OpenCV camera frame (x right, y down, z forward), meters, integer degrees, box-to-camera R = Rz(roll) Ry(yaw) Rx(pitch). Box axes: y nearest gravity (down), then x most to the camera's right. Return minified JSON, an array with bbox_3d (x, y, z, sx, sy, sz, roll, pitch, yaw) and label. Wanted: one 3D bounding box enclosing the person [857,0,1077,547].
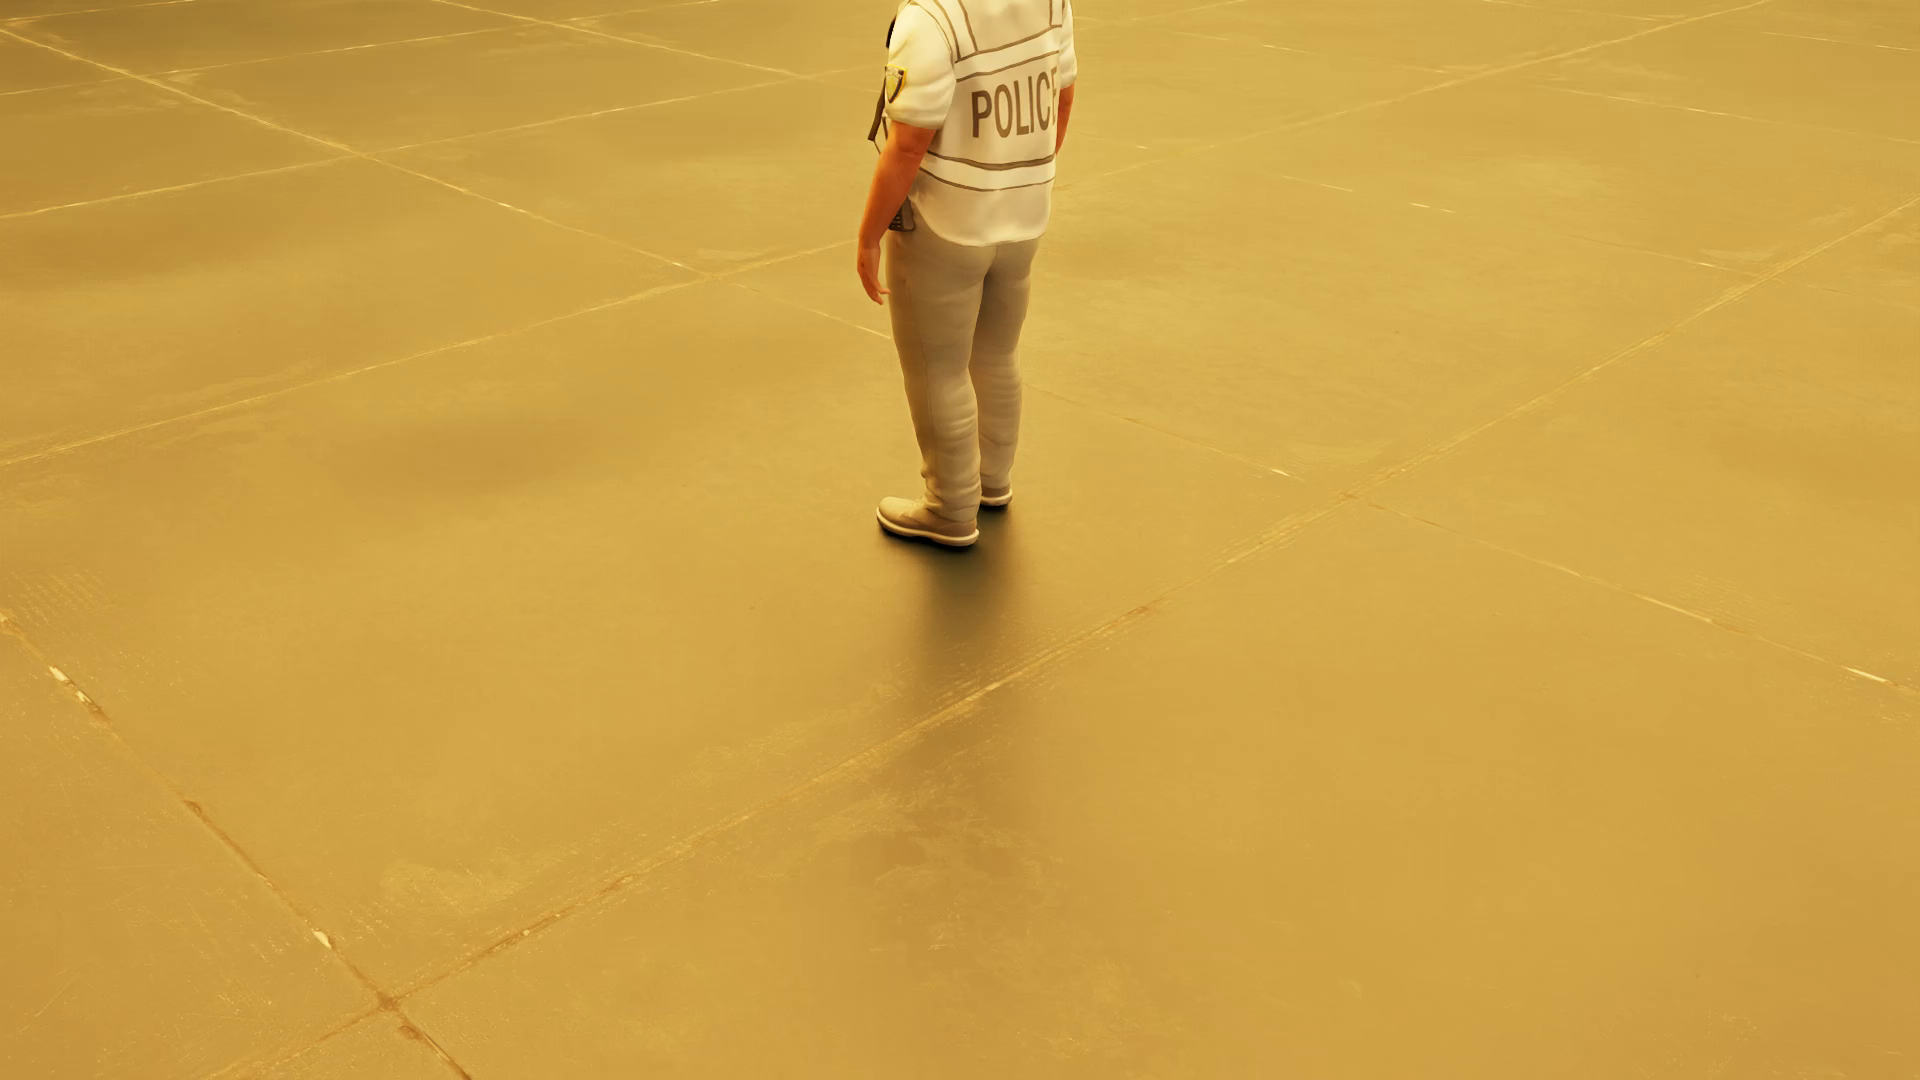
[{"bbox_3d":[-0.046,-0.834,4.204,0.640,1.781,0.575,-24,35,-39],"label":"person"}]
